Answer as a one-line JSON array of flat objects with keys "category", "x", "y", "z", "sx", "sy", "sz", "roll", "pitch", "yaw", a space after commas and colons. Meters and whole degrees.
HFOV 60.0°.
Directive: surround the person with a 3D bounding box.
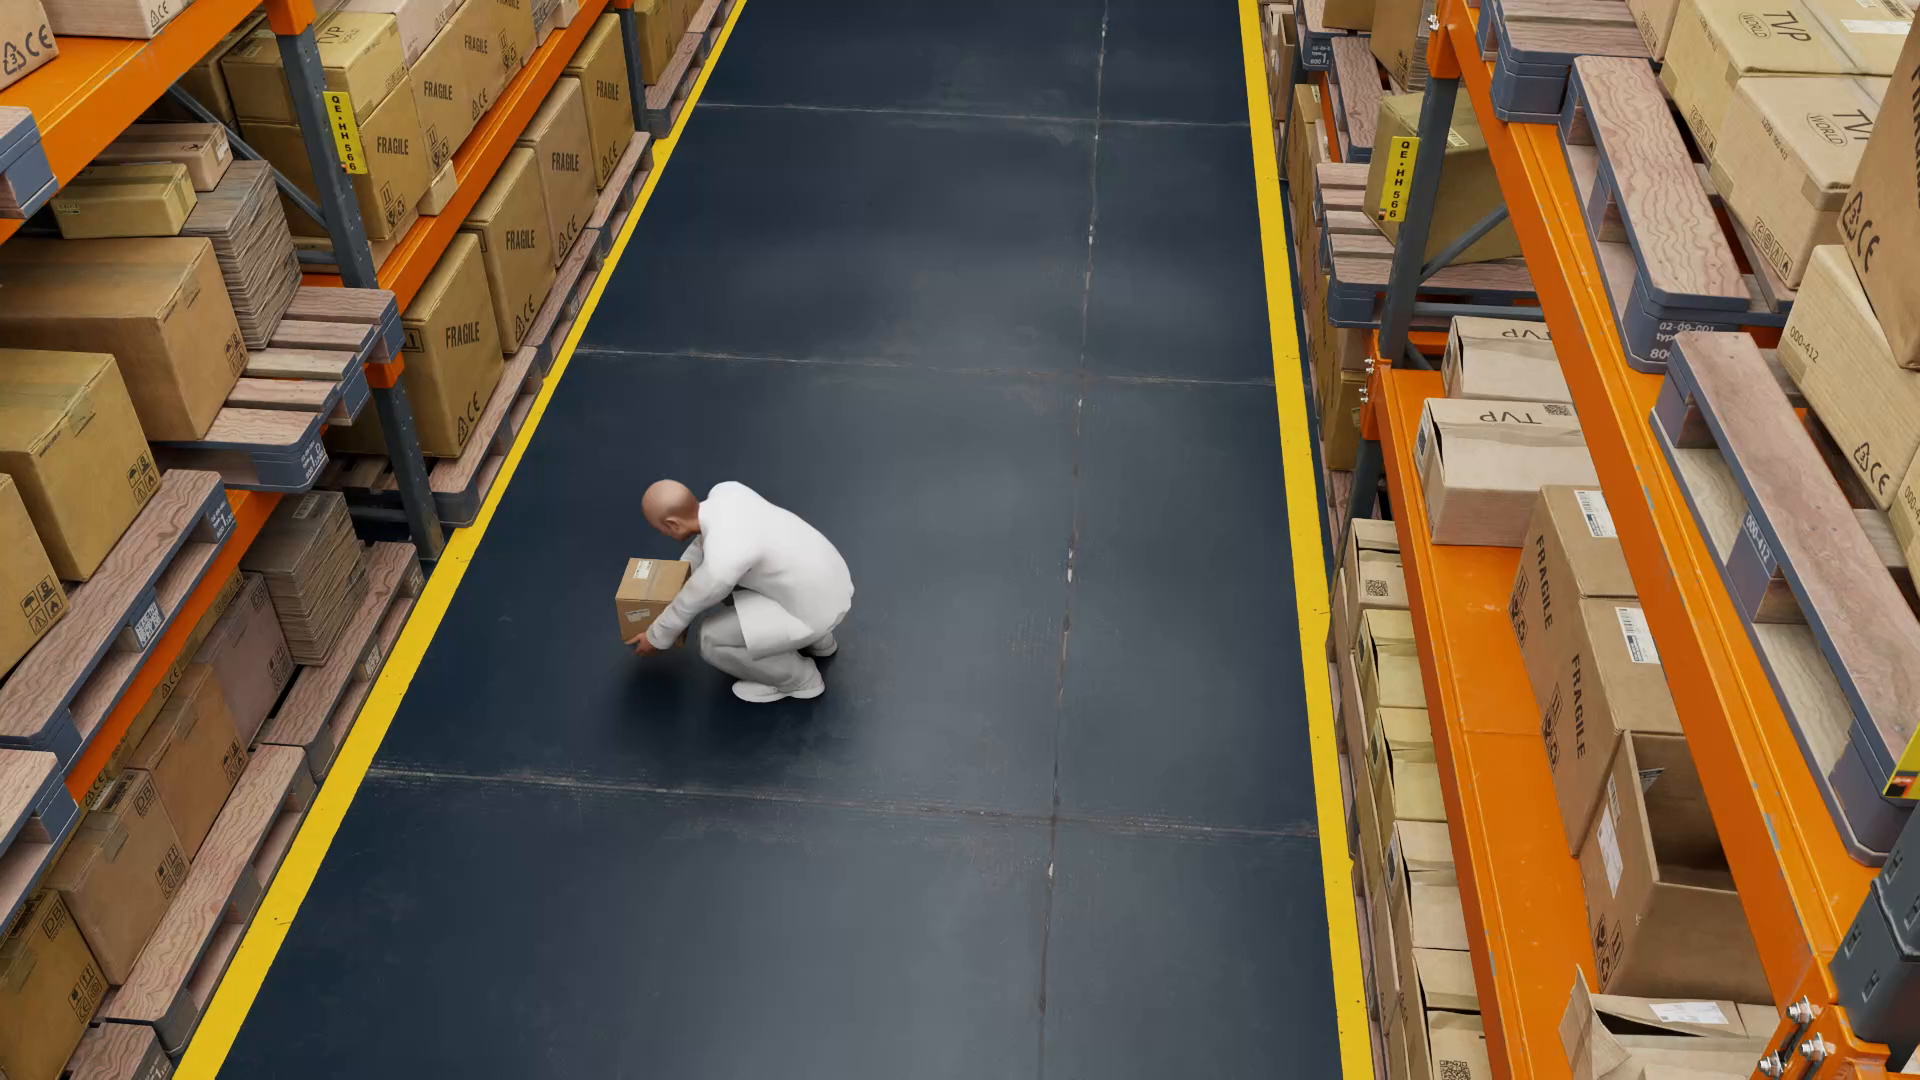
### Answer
[{"category": "person", "x": -0.883, "y": 0.148, "z": 6.607, "sx": 0.912, "sy": 0.999, "sz": 0.588, "roll": 3, "pitch": 40, "yaw": 3}]
